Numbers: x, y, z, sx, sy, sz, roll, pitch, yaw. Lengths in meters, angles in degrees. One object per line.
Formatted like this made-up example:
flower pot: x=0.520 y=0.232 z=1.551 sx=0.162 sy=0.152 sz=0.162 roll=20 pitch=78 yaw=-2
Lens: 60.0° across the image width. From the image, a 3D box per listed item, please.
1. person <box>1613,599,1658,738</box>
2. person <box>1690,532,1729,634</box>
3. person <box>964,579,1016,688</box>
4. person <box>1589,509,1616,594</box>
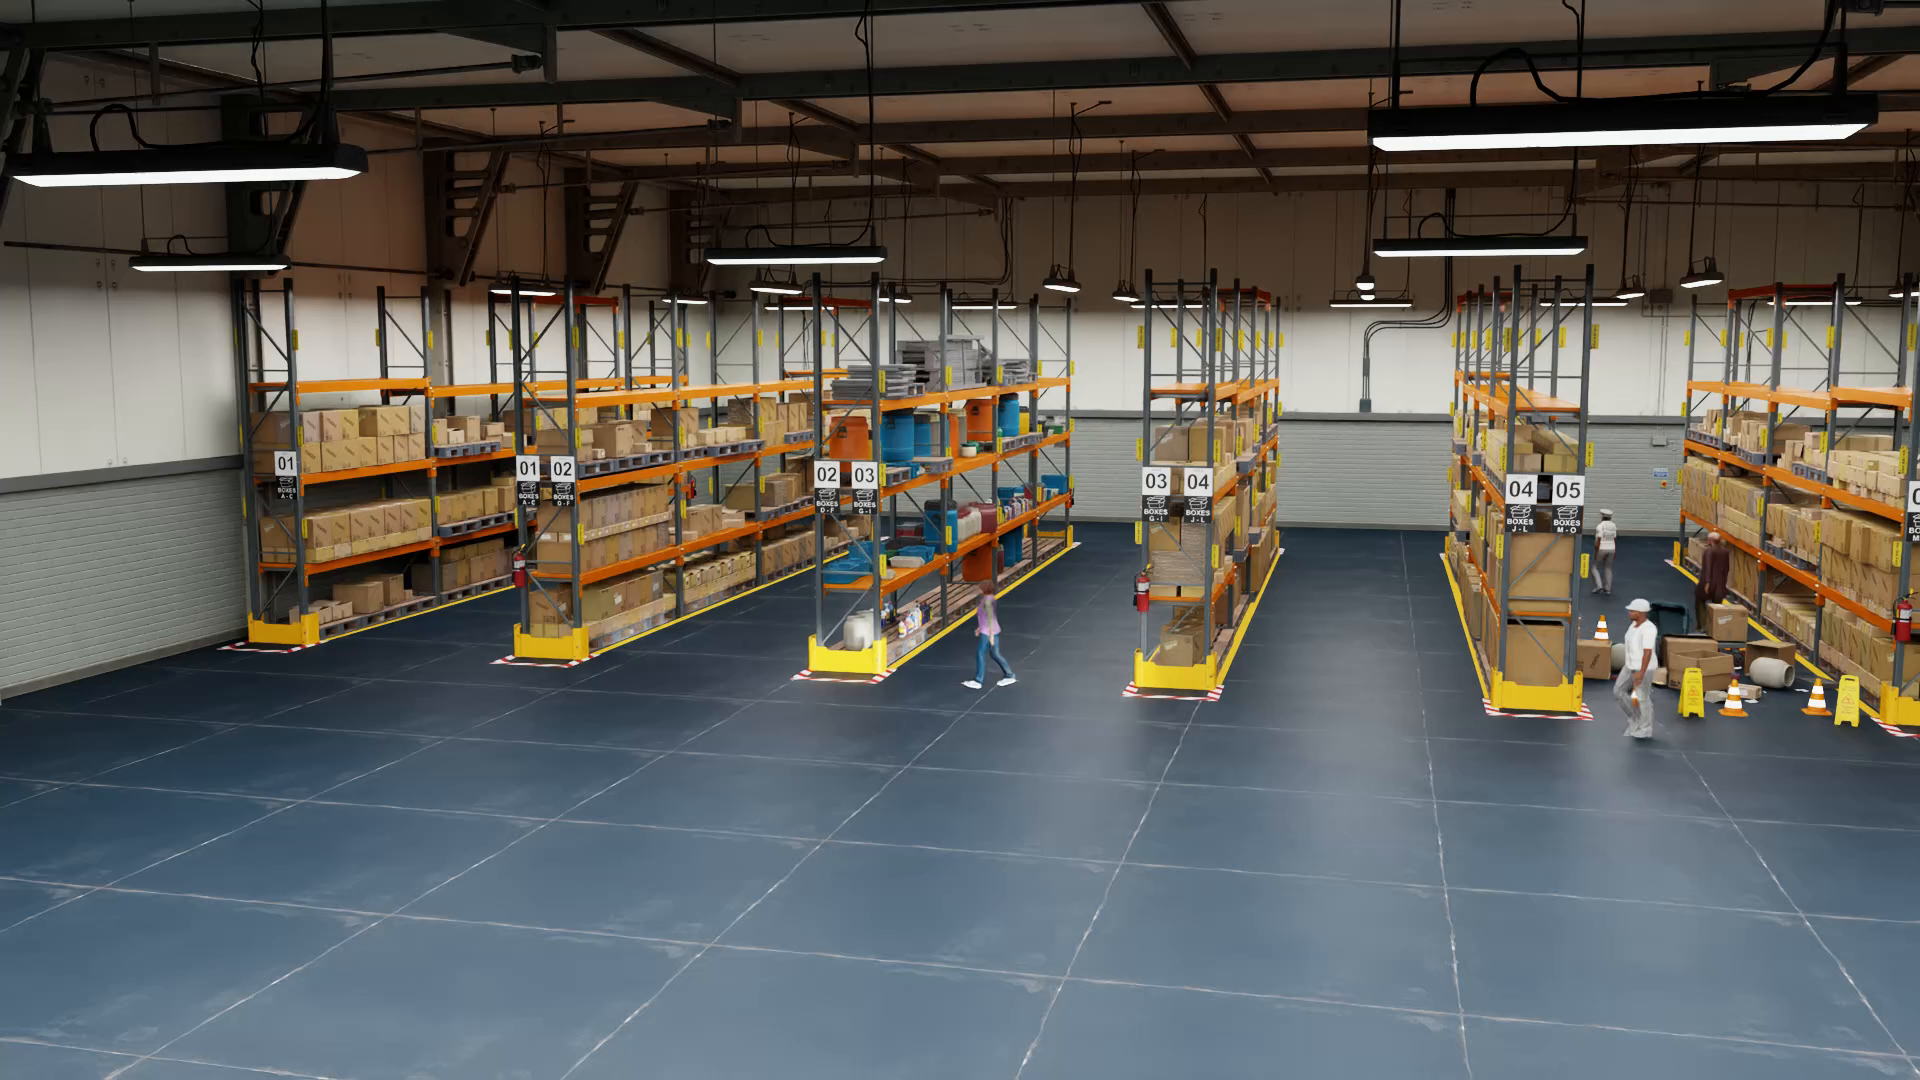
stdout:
person: x=8.519 y=1.628 z=20.880 sx=0.465 sy=1.791 sz=0.555 roll=-2 pitch=7 yaw=-14
person: x=12.734 y=0.781 z=28.044 sx=0.571 sy=1.813 sz=0.594 roll=0 pitch=7 yaw=1
person: x=0.436 y=1.349 z=24.002 sx=0.729 sy=1.579 sz=0.414 roll=1 pitch=7 yaw=10
person: x=12.752 y=0.244 z=32.921 sx=0.505 sy=1.690 sz=0.383 roll=-2 pitch=7 yaw=-15
